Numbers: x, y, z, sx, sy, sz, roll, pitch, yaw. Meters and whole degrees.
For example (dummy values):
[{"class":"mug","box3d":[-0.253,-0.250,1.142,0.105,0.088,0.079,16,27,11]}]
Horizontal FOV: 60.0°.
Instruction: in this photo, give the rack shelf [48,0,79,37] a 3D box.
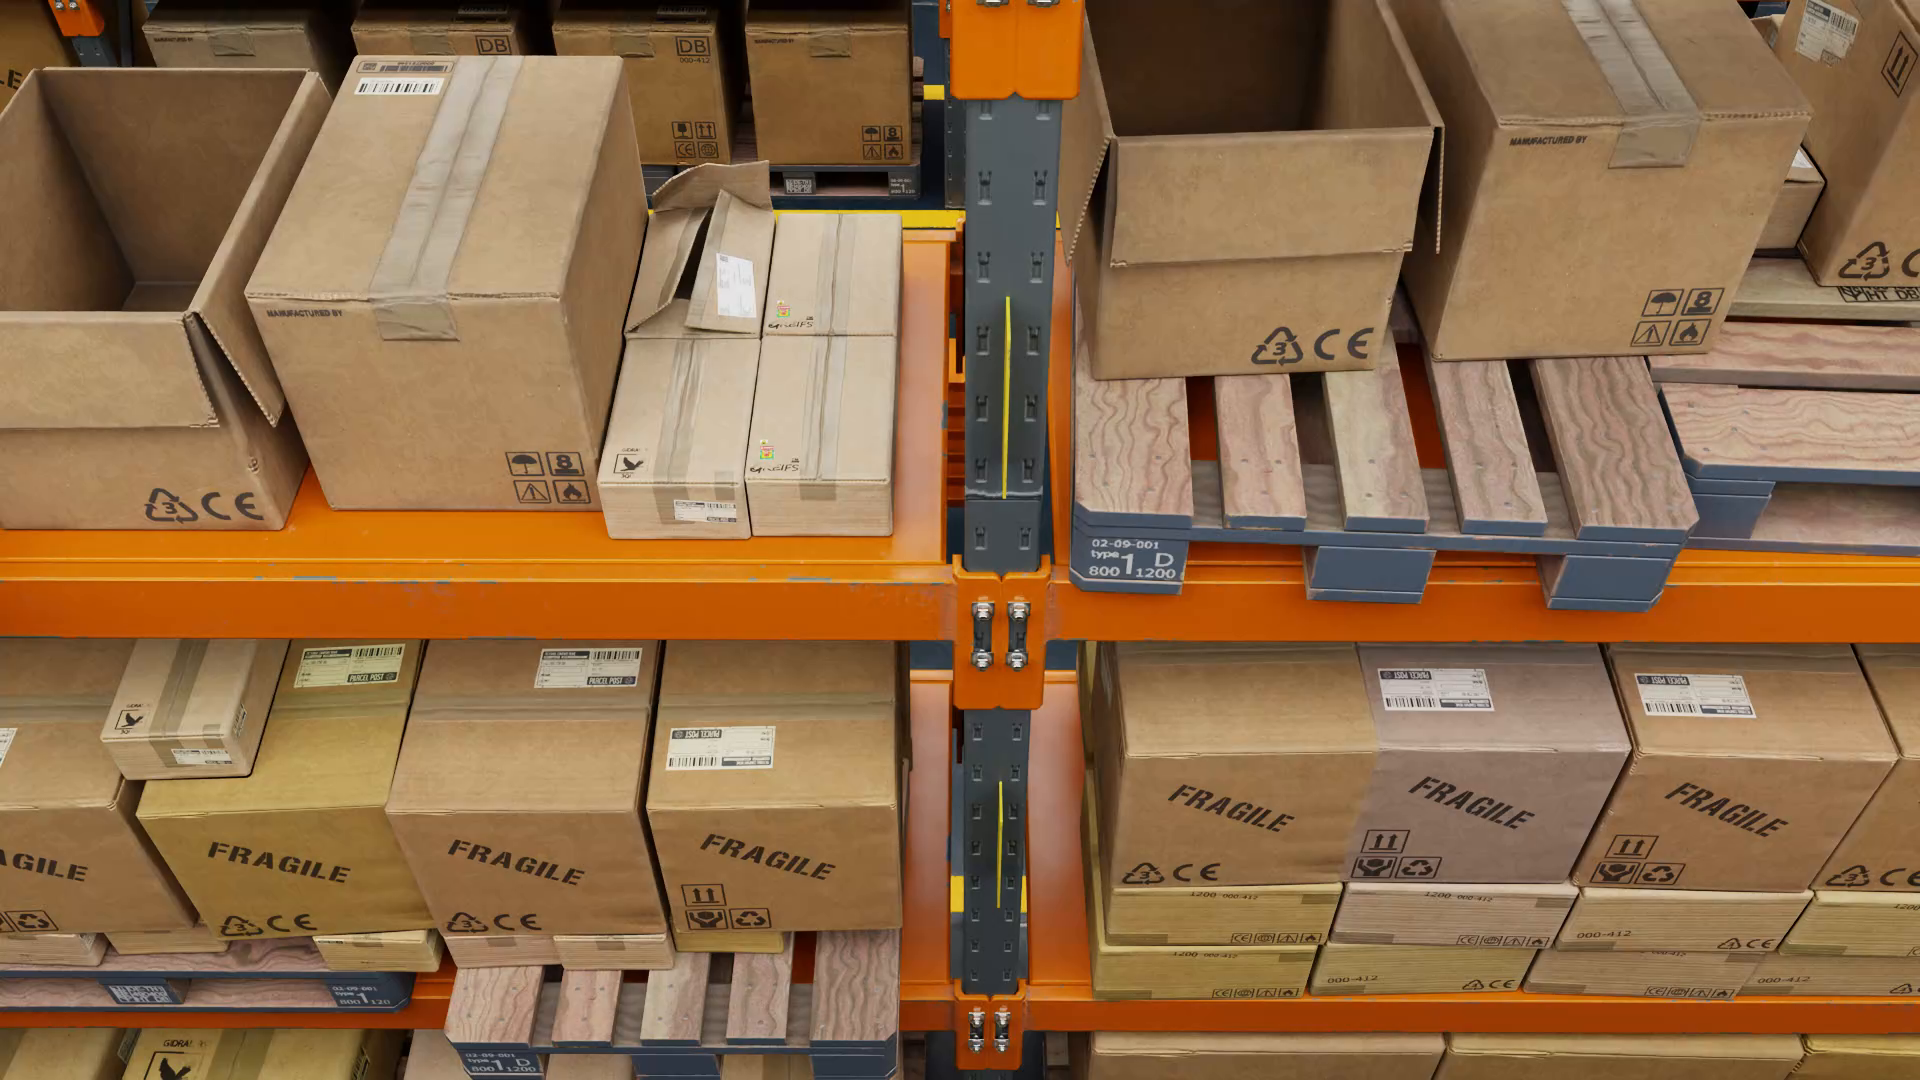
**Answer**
[{"class":"rack shelf","box3d":[-6.010,-2.803,7.801,4.000,0.370,1.077,0,47,0]}]

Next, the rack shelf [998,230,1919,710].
[{"class":"rack shelf","box3d":[2.073,-0.180,3.310,4.000,0.370,1.077,0,47,0]}]

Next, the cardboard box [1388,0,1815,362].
[{"class":"cardboard box","box3d":[1.064,-0.744,2.989,0.500,0.500,0.700,-2,47,-2]}]

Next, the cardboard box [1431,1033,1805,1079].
[{"class":"cardboard box","box3d":[1.655,1.241,4.711,0.875,0.875,0.875,1,47,1]}]

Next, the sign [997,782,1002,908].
[{"class":"sign","box3d":[0.080,0.621,3.385,0.005,0.325,0.100,0,47,0]}]

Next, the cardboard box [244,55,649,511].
[{"class":"cardboard box","box3d":[-0.875,-0.474,3.025,0.500,0.500,0.700,0,47,0]}]

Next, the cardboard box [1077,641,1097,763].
[{"class":"cardboard box","box3d":[0.558,0.288,4.194,0.500,0.250,0.500,0,47,0]}]

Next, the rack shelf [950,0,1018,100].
[{"class":"rack shelf","box3d":[-1.927,-1.076,2.369,4.000,0.370,1.077,0,47,0]}]

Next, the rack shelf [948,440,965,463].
[{"class":"rack shelf","box3d":[-0.014,-0.379,6.343,0.180,0.103,0.258,0,47,0]}]

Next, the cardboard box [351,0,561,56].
[{"class":"cardboard box","box3d":[-2.424,-2.478,8.257,0.750,0.750,1.050,0,47,0]}]

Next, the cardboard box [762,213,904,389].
[{"class":"cardboard box","box3d":[-0.241,-0.470,3.261,0.250,0.149,0.380,0,47,0]}]

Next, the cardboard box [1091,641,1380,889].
[{"class":"cardboard box","box3d":[0.565,0.397,3.580,0.500,0.500,0.500,-1,47,-1]}]

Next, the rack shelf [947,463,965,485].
[{"class":"rack shelf","box3d":[-0.014,-0.297,6.431,0.180,0.103,0.258,0,47,0]}]

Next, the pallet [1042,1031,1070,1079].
[{"class":"pallet","box3d":[0.861,1.599,5.117,1.213,0.211,1.003,0,47,0]}]

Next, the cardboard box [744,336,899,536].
[{"class":"cardboard box","box3d":[-0.243,-0.192,3.002,0.250,0.149,0.380,0,47,0]}]

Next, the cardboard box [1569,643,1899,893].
[{"class":"cardboard box","box3d":[1.579,0.404,3.573,0.500,0.500,0.500,1,47,1]}]

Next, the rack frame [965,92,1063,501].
[{"class":"rack frame","box3d":[0.073,-1.452,1.954,0.127,3.000,1.000,0,47,0]}]

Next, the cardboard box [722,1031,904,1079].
[{"class":"cardboard box","box3d":[-0.492,1.335,4.966,0.625,0.372,0.950,-3,47,-3]}]

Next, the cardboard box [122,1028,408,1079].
[{"class":"cardboard box","box3d":[-1.988,1.333,4.969,0.625,0.372,0.950,2,47,1]}]

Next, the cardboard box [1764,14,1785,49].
[{"class":"cardboard box","box3d":[4.307,-2.526,8.509,0.250,0.149,0.380,1,47,1]}]

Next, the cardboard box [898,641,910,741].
[{"class":"cardboard box","box3d":[-0.376,0.143,4.010,0.500,0.500,0.500,-1,47,-1]}]

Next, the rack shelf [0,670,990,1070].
[{"class":"rack shelf","box3d":[-1.927,0.831,4.418,4.000,0.370,1.077,0,47,0]}]

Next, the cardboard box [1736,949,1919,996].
[{"class":"cardboard box","box3d":[2.093,0.821,4.039,0.500,0.250,0.500,0,47,0]}]

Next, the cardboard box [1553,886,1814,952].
[{"class":"cardboard box","box3d":[1.594,0.667,3.841,0.500,0.250,0.500,0,47,0]}]

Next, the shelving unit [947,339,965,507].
[{"class":"shelving unit","box3d":[-0.014,-0.409,6.311,0.189,1.200,0.258,0,47,0]}]

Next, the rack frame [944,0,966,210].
[{"class":"rack frame","box3d":[-0.010,-3.032,7.523,0.127,3.000,1.000,0,47,0]}]

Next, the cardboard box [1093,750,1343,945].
[{"class":"cardboard box","box3d":[0.579,0.655,3.852,0.500,0.250,0.500,0,47,0]}]

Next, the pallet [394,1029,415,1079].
[{"class":"pallet","box3d":[-1.925,1.533,5.179,1.213,0.211,1.003,0,47,0]}]

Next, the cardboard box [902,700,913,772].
[{"class":"cardboard box","box3d":[-0.251,0.397,4.216,0.250,0.149,0.380,-2,47,-2]}]

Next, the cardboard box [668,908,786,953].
[{"class":"cardboard box","box3d":[-0.524,0.758,3.880,0.250,0.149,0.380,1,47,1]}]

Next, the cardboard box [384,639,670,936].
[{"class":"cardboard box","box3d":[-0.900,0.522,3.656,0.500,0.500,0.500,-1,47,0]}]

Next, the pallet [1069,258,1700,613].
[{"class":"pallet","box3d":[0.717,-0.403,3.156,1.003,0.211,1.213,2,47,2]}]

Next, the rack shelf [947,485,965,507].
[{"class":"rack shelf","box3d":[-0.014,-0.215,6.519,0.180,0.103,0.258,0,47,0]}]

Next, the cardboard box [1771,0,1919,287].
[{"class":"cardboard box","box3d":[1.837,-0.815,3.055,0.500,0.500,0.500,1,47,1]}]

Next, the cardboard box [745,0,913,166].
[{"class":"cardboard box","box3d":[-0.618,-2.476,8.255,0.750,0.750,1.050,0,47,0]}]

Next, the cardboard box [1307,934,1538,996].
[{"class":"cardboard box","box3d":[1.075,0.817,4.043,0.500,0.250,0.500,-1,47,-1]}]

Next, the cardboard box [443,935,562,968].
[{"class":"cardboard box","box3d":[-1.028,0.783,3.856,0.250,0.149,0.380,-2,47,-2]}]

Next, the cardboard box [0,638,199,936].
[{"class":"cardboard box","box3d":[-1.950,0.519,3.659,0.500,0.500,0.500,-2,47,-1]}]

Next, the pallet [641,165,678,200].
[{"class":"pallet","box3d":[-2.015,-2.145,8.602,1.213,0.211,1.003,0,47,0]}]

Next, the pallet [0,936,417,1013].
[{"class":"pallet","box3d":[-1.907,0.682,4.197,1.213,0.211,1.003,0,47,0]}]

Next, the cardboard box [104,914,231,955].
[{"class":"cardboard box","box3d":[-1.805,0.759,3.879,0.250,0.149,0.380,-1,47,-1]}]
